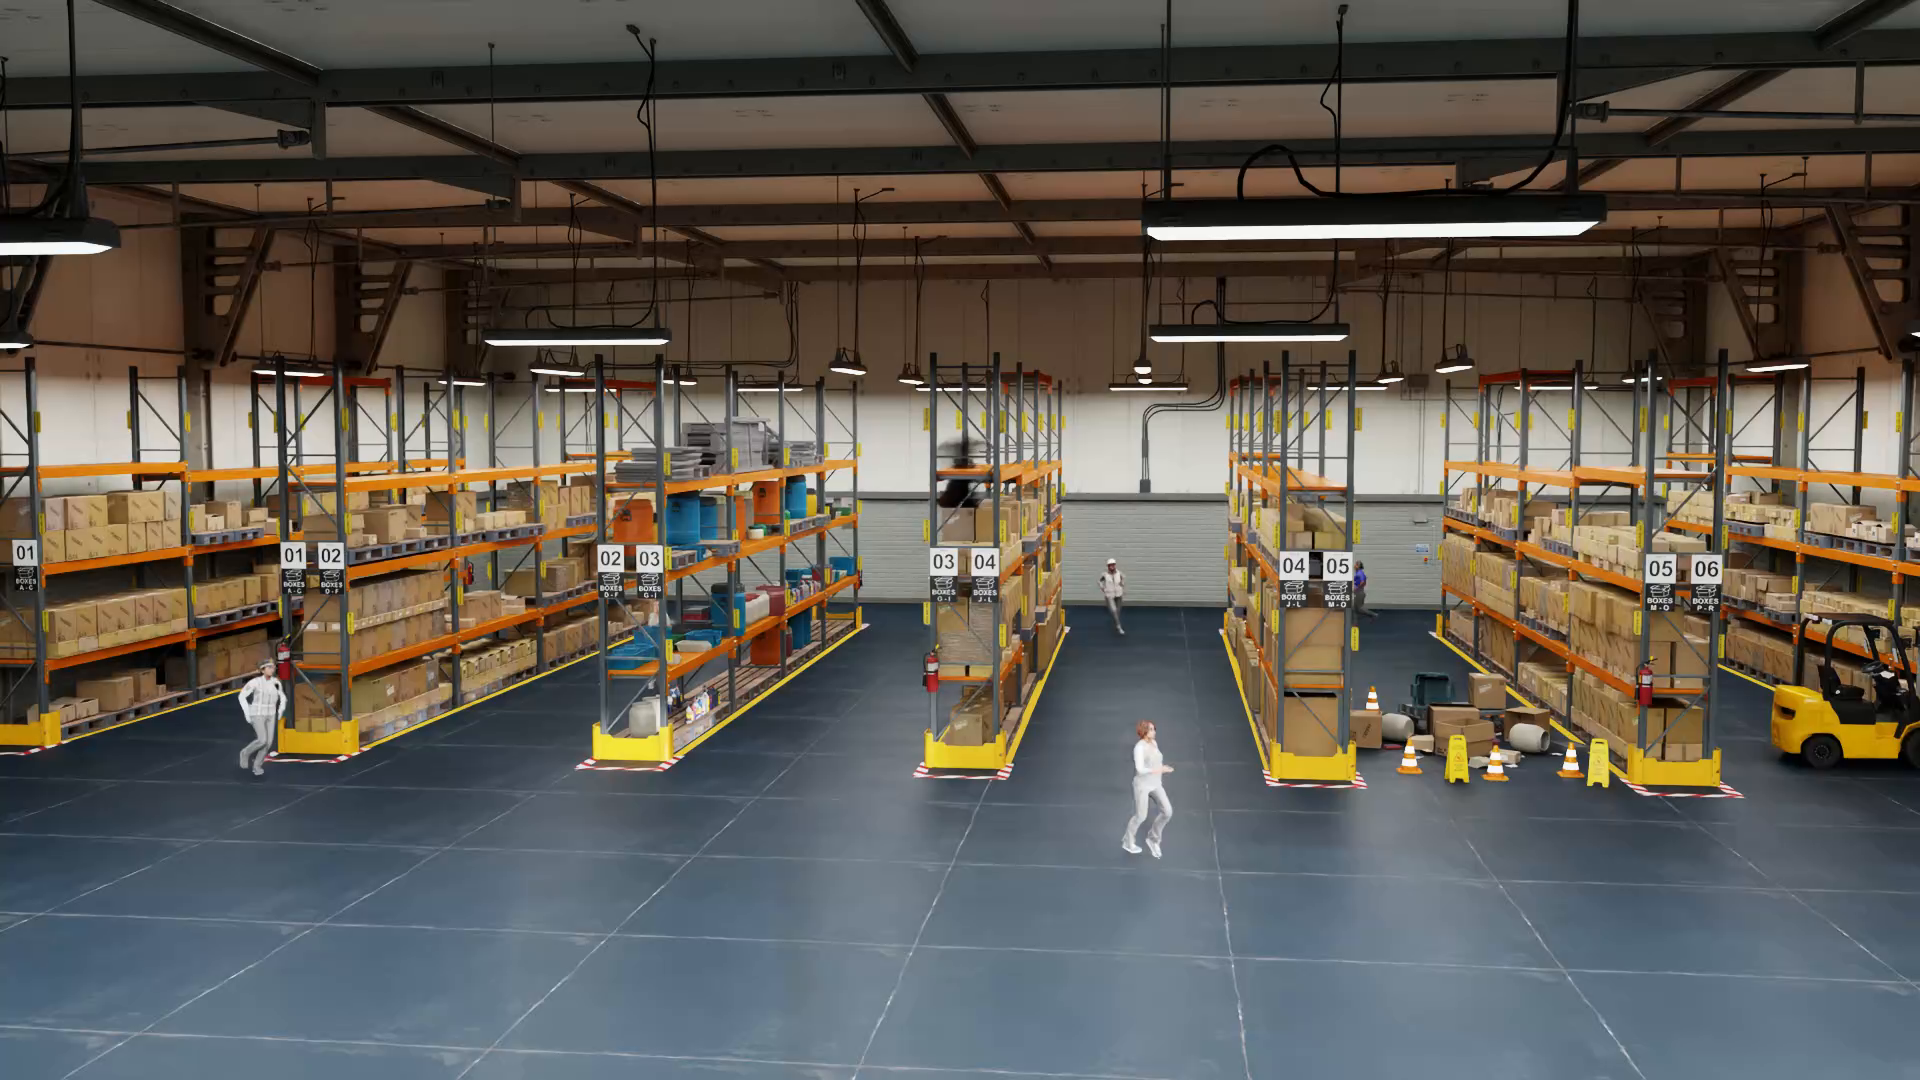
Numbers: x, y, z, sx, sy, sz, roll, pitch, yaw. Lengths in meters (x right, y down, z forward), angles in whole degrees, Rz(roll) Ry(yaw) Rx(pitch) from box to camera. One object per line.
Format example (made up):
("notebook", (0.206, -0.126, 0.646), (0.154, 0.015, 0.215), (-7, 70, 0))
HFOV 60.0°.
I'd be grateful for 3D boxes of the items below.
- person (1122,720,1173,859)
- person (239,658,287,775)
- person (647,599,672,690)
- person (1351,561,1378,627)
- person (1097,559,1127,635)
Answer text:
("person", (2.161, 2.856, 19.049), (0.672, 1.611, 0.508), (4, 6, 44))
("person", (-9.933, 2.505, 23.785), (0.504, 1.634, 0.644), (3, 5, 36))
("person", (-5.658, 1.964, 31.401), (0.545, 1.708, 0.787), (1, 4, 11))
("person", (9.776, 1.338, 40.321), (0.726, 1.650, 0.595), (1, 4, 15))
("person", (3.610, 1.317, 39.184), (0.671, 1.760, 0.938), (-1, 4, -12))
